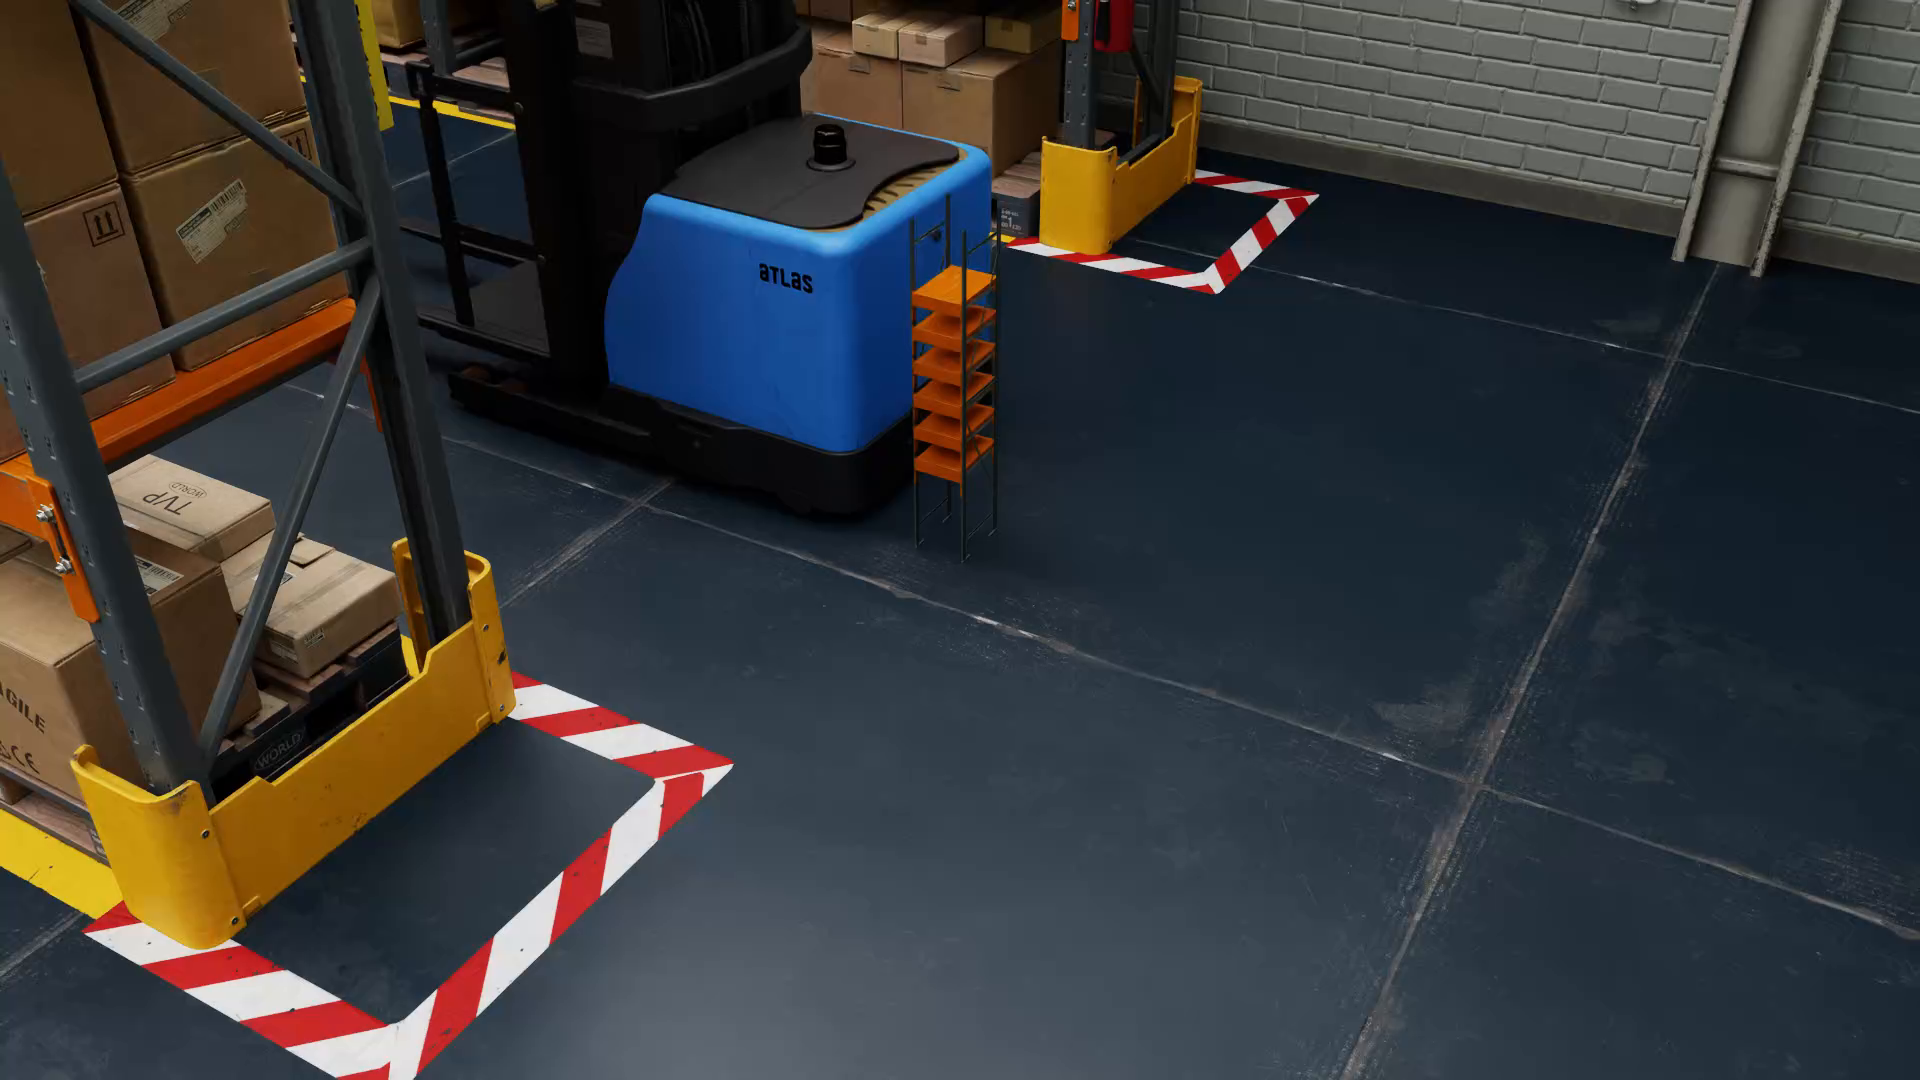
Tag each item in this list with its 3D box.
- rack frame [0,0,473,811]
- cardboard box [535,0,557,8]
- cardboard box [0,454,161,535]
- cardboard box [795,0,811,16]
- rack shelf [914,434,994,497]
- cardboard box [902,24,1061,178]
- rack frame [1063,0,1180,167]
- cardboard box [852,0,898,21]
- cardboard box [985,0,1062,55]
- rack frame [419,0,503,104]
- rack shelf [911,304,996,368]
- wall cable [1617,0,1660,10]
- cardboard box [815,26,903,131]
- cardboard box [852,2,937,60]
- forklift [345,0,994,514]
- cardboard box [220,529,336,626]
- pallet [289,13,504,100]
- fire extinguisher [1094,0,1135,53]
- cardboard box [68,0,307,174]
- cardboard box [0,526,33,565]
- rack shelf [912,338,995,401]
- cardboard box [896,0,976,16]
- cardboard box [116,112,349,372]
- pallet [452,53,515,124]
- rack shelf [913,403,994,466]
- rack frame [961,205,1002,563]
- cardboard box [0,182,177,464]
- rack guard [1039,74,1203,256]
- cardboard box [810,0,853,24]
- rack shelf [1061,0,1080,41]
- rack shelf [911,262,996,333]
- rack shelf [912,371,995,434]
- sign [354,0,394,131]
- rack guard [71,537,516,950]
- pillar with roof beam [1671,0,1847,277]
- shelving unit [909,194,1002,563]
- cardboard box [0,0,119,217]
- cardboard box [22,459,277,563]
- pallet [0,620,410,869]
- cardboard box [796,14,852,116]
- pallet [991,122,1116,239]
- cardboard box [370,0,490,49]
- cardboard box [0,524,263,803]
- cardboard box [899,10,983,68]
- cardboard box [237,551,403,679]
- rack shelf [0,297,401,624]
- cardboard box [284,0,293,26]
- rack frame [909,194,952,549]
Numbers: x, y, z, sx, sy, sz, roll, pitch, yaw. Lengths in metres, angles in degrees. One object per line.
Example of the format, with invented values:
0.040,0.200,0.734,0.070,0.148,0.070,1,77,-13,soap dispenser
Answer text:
-1.685,-0.508,3.807,0.127,3.000,1.000,18,37,24,rack frame
-2.105,-2.873,9.234,0.500,0.500,0.700,18,38,25,cardboard box
-2.885,-0.108,5.290,0.500,0.250,0.500,18,37,24,cardboard box
-0.782,-2.852,8.617,0.250,0.149,0.380,18,38,25,cardboard box
-0.013,-0.267,5.581,0.180,0.103,0.258,18,37,24,rack shelf
0.112,-2.172,8.182,0.500,0.500,0.700,18,37,24,cardboard box
0.769,-2.893,7.388,0.127,3.000,1.000,18,37,24,rack frame
-0.337,-2.712,8.407,0.250,0.149,0.380,18,38,25,cardboard box
0.320,-2.504,8.095,0.250,0.149,0.380,18,38,25,cardboard box
-2.703,-3.993,9.040,0.127,3.000,1.000,18,37,24,rack frame
-0.013,-0.666,5.315,0.180,0.103,0.258,18,37,24,rack shelf
2.350,-3.419,7.262,1.851,1.984,0.084,18,37,24,wall cable
-0.322,-2.309,8.388,0.500,0.500,0.700,17,37,24,cardboard box
-0.312,-2.459,8.028,0.250,0.149,0.380,19,38,26,cardboard box
-1.402,-1.906,5.968,3.031,2.935,1.130,18,38,25,forklift
-2.095,0.139,4.995,0.250,0.166,0.380,18,37,24,cardboard box
-3.411,-3.009,10.077,1.213,0.211,1.003,18,37,24,pallet
0.671,-2.442,7.117,0.183,0.674,0.296,18,37,24,fire extinguisher
-1.940,-1.215,3.876,0.500,0.500,0.500,19,38,26,cardboard box
-3.089,0.146,4.908,0.500,0.250,0.500,18,37,24,cardboard box
-0.013,-0.566,5.382,0.180,0.103,0.258,18,37,24,rack shelf
-0.120,-2.643,8.303,0.250,0.149,0.380,18,38,25,cardboard box
-1.940,-0.799,4.153,0.500,0.500,0.500,18,38,25,cardboard box
-2.082,-2.586,9.443,1.213,0.211,1.003,18,37,24,pallet
-0.013,-0.367,5.515,0.180,0.103,0.258,18,37,24,rack shelf
0.067,-0.478,5.386,0.006,1.200,0.240,18,37,24,rack frame
-2.209,-0.542,3.768,0.500,0.500,0.500,19,38,26,cardboard box
0.790,-1.846,8.071,0.348,0.500,1.175,18,37,24,rack guard
-0.559,-2.781,8.512,0.250,0.149,0.380,18,38,25,cardboard box
-0.967,-3.144,8.414,4.000,0.370,1.077,18,37,24,rack shelf
-0.013,-0.766,5.248,0.180,0.103,0.258,18,37,24,rack shelf
-0.013,-0.466,5.448,0.180,0.103,0.258,18,37,24,rack shelf
-1.416,-1.130,3.959,0.005,0.325,0.100,18,37,24,sign
-1.751,0.511,4.531,0.348,0.500,1.175,18,37,24,rack guard
1.407,-2.992,2.125,0.400,9.000,9.100,18,37,24,pillar with roof beam
-0.013,-0.503,5.423,0.189,1.200,0.258,18,37,24,shelving unit
-2.208,-0.956,3.487,0.500,0.500,0.500,17,37,24,cardboard box
-2.451,0.029,5.083,0.500,0.250,0.500,18,37,24,cardboard box
-2.444,0.413,4.940,1.213,0.211,1.003,18,37,24,pallet
-0.759,-2.447,8.595,0.500,0.500,0.700,16,37,23,cardboard box
0.036,-1.915,8.435,1.213,0.211,1.003,18,37,24,pallet
-3.332,-3.389,9.694,0.750,0.750,0.750,18,38,25,cardboard box
-2.280,0.318,4.425,0.500,0.500,0.500,18,37,24,cardboard box
-0.090,-2.390,7.923,0.250,0.149,0.380,17,37,24,cardboard box
-1.878,0.215,4.897,0.250,0.149,0.380,18,37,24,cardboard box
-3.422,-0.759,4.832,4.000,0.370,1.077,18,37,24,rack shelf
-4.106,-3.632,10.059,0.750,0.750,0.750,19,38,26,cardboard box
-0.092,-0.529,5.461,0.006,1.200,0.240,18,37,24,rack frame
